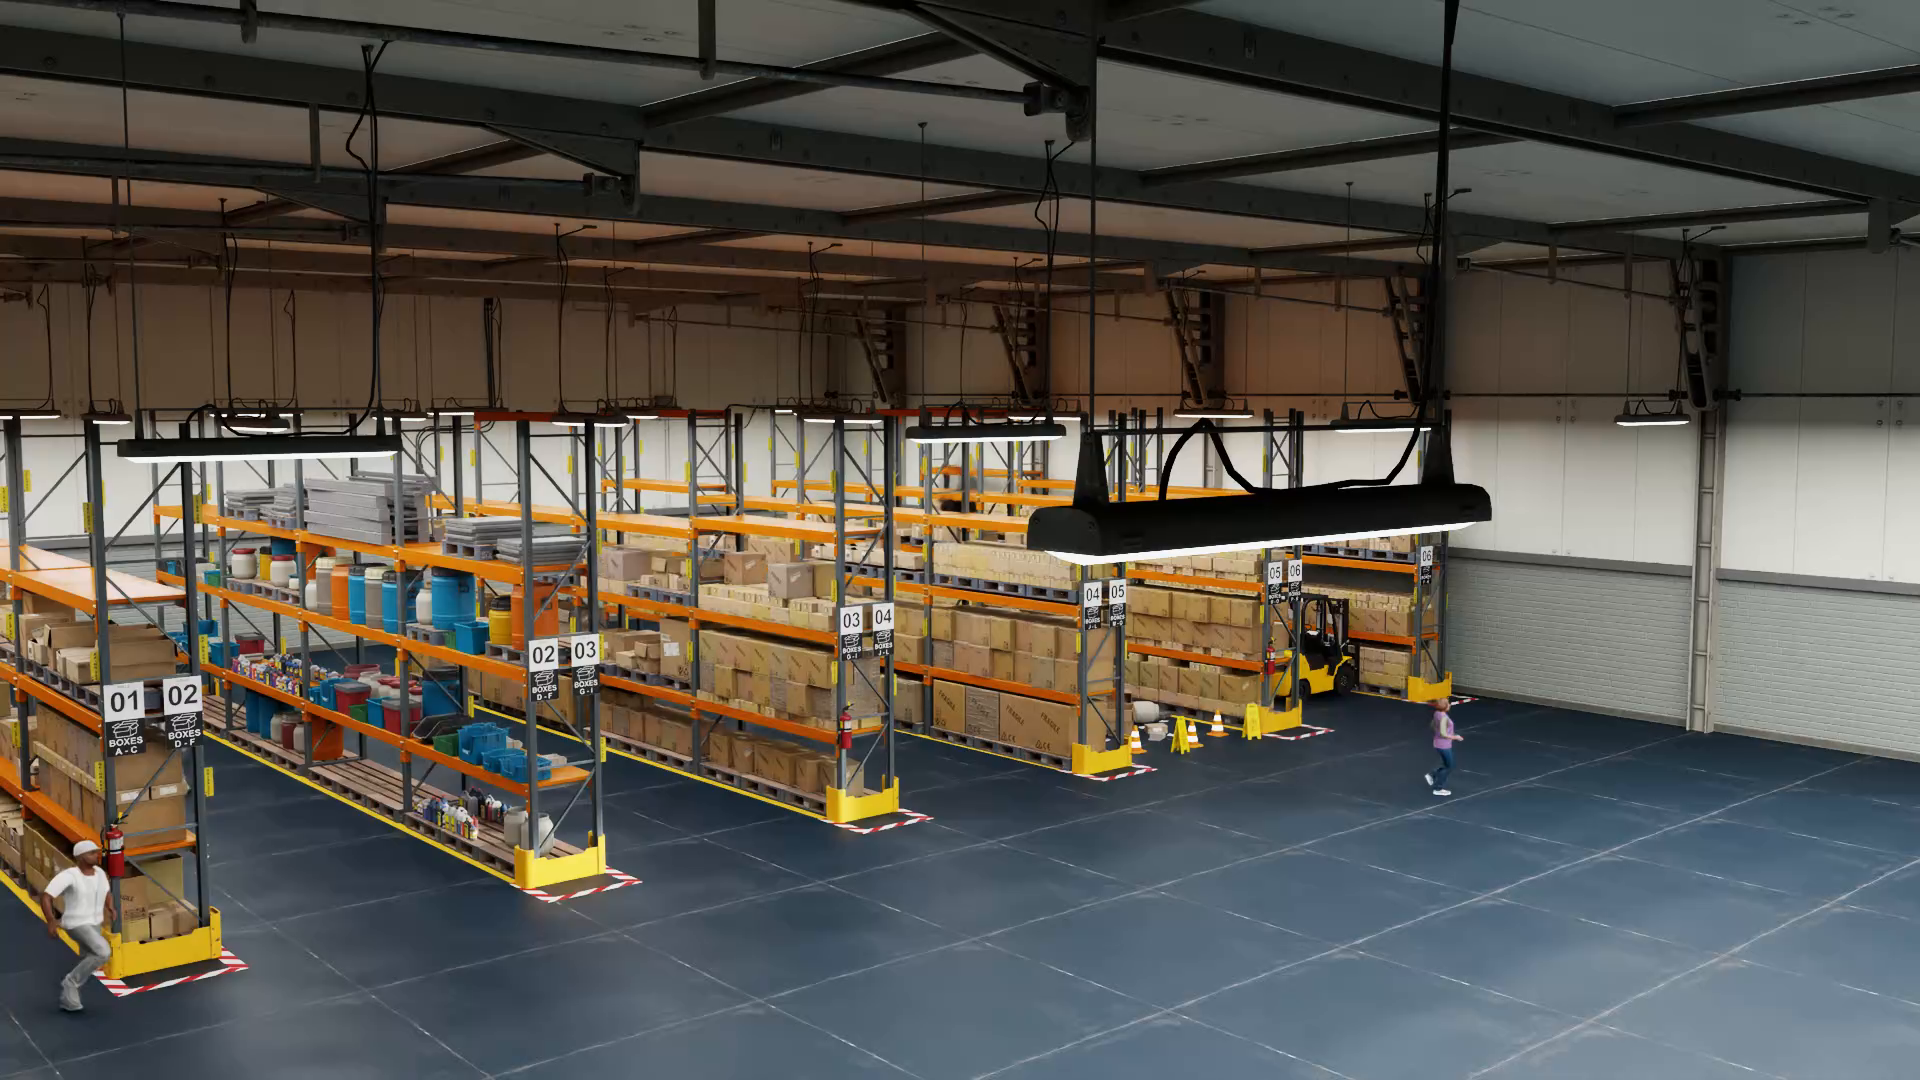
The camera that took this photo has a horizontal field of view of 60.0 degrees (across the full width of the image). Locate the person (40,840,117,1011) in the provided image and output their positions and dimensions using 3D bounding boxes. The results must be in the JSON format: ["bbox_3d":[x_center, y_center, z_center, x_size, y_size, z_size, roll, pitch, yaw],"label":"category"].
[{"bbox_3d":[-9.009,3.966,17.193,0.609,1.697,0.737,1,5,11],"label":"person"}]

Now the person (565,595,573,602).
[{"bbox_3d":[-9.574,1.963,40.526,0.824,1.677,0.798,-4,6,-35],"label":"person"}]

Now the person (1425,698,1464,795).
[{"bbox_3d":[7.638,3.252,26.215,0.551,1.552,0.530,1,5,6],"label":"person"}]

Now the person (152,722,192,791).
[{"bbox_3d":[-12.548,3.070,26.610,0.966,1.769,0.683,5,7,42],"label":"person"}]
